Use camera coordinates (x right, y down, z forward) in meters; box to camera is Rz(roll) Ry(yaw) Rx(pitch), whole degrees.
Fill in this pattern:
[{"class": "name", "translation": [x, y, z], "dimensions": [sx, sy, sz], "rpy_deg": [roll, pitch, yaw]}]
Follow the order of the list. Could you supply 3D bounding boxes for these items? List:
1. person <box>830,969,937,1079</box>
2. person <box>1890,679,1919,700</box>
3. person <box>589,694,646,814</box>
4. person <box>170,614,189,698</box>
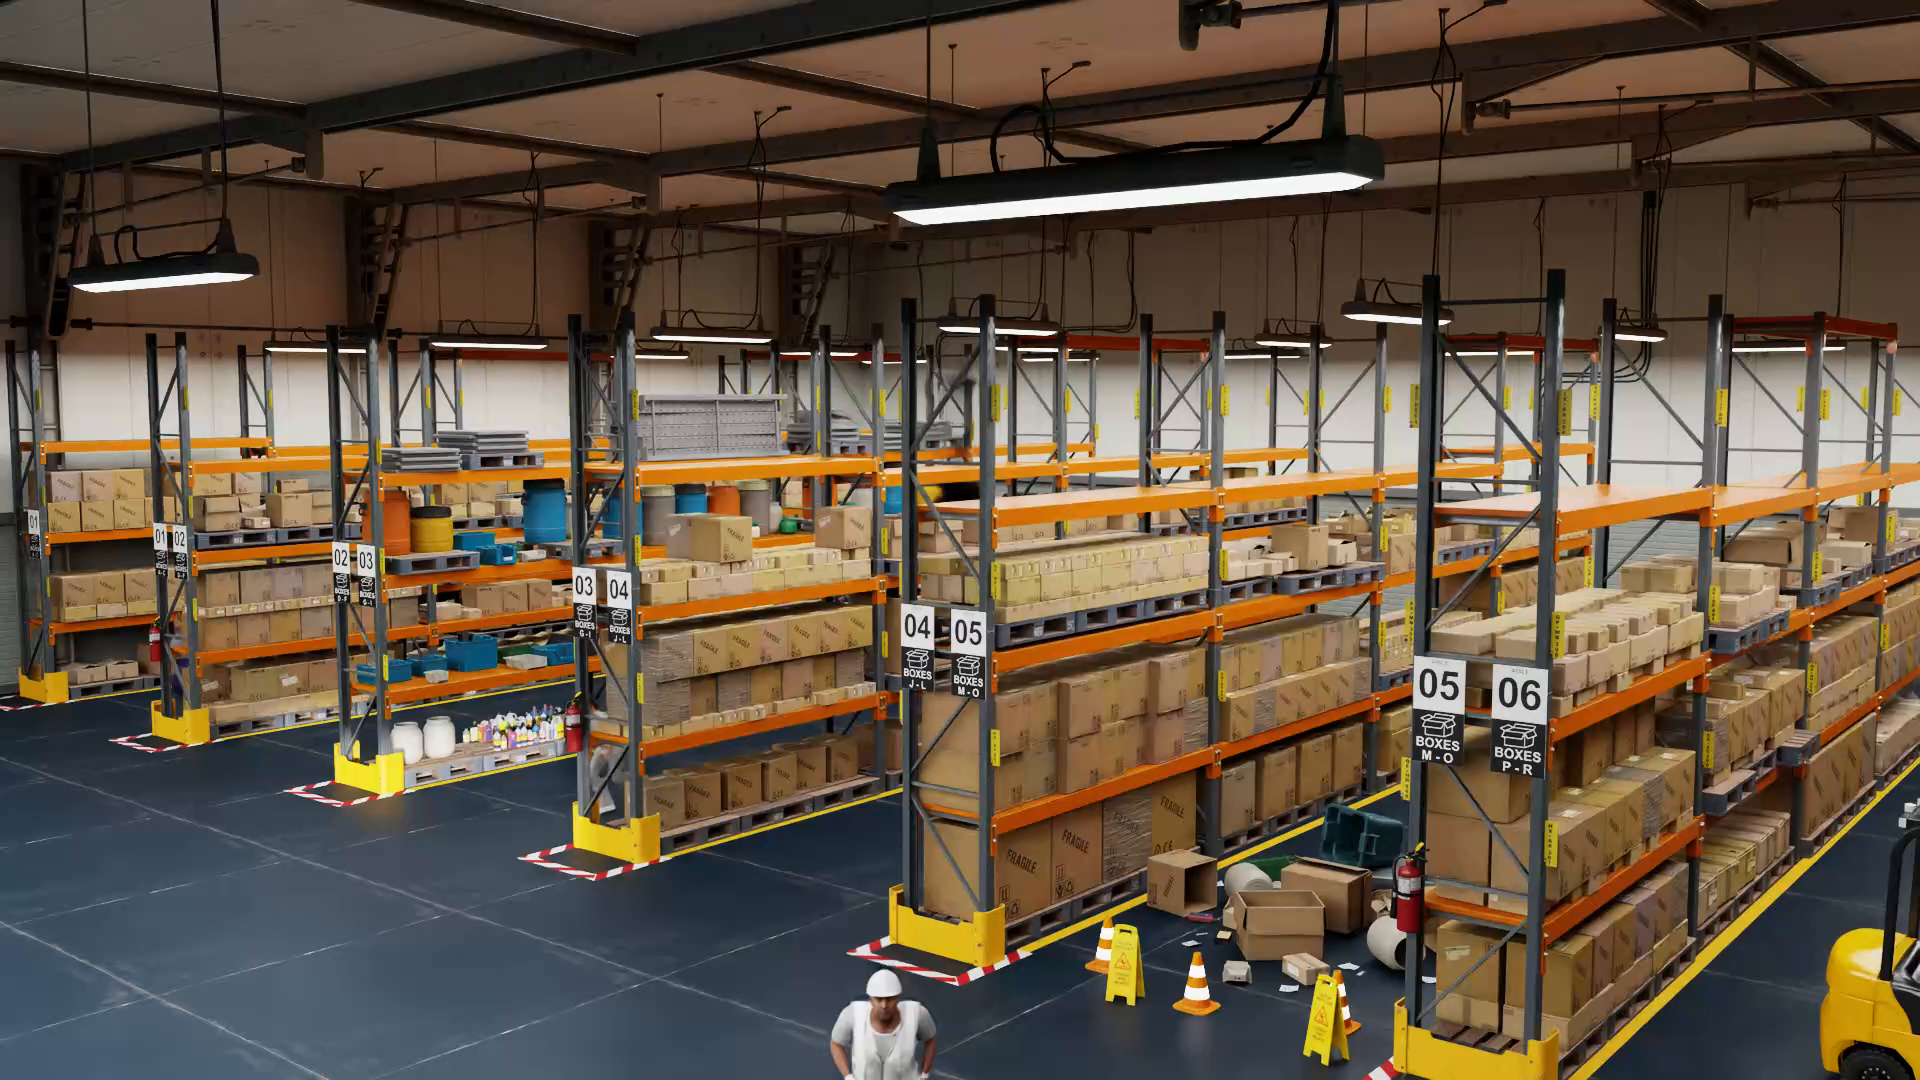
[{"class": "person", "translation": [-0.466, 3.397, 10.266], "dimensions": [0.654, 1.725, 0.882], "rpy_deg": [0, 5, 1]}, {"class": "person", "translation": [14.567, 2.034, 25.731], "dimensions": [0.649, 1.672, 0.630], "rpy_deg": [-3, 6, -31]}, {"class": "person", "translation": [-4.244, 2.594, 20.471], "dimensions": [0.564, 1.516, 1.014], "rpy_deg": [5, 7, 43]}, {"class": "person", "translation": [-12.309, 1.988, 26.346], "dimensions": [0.577, 1.596, 0.719], "rpy_deg": [4, 6, 34]}]
